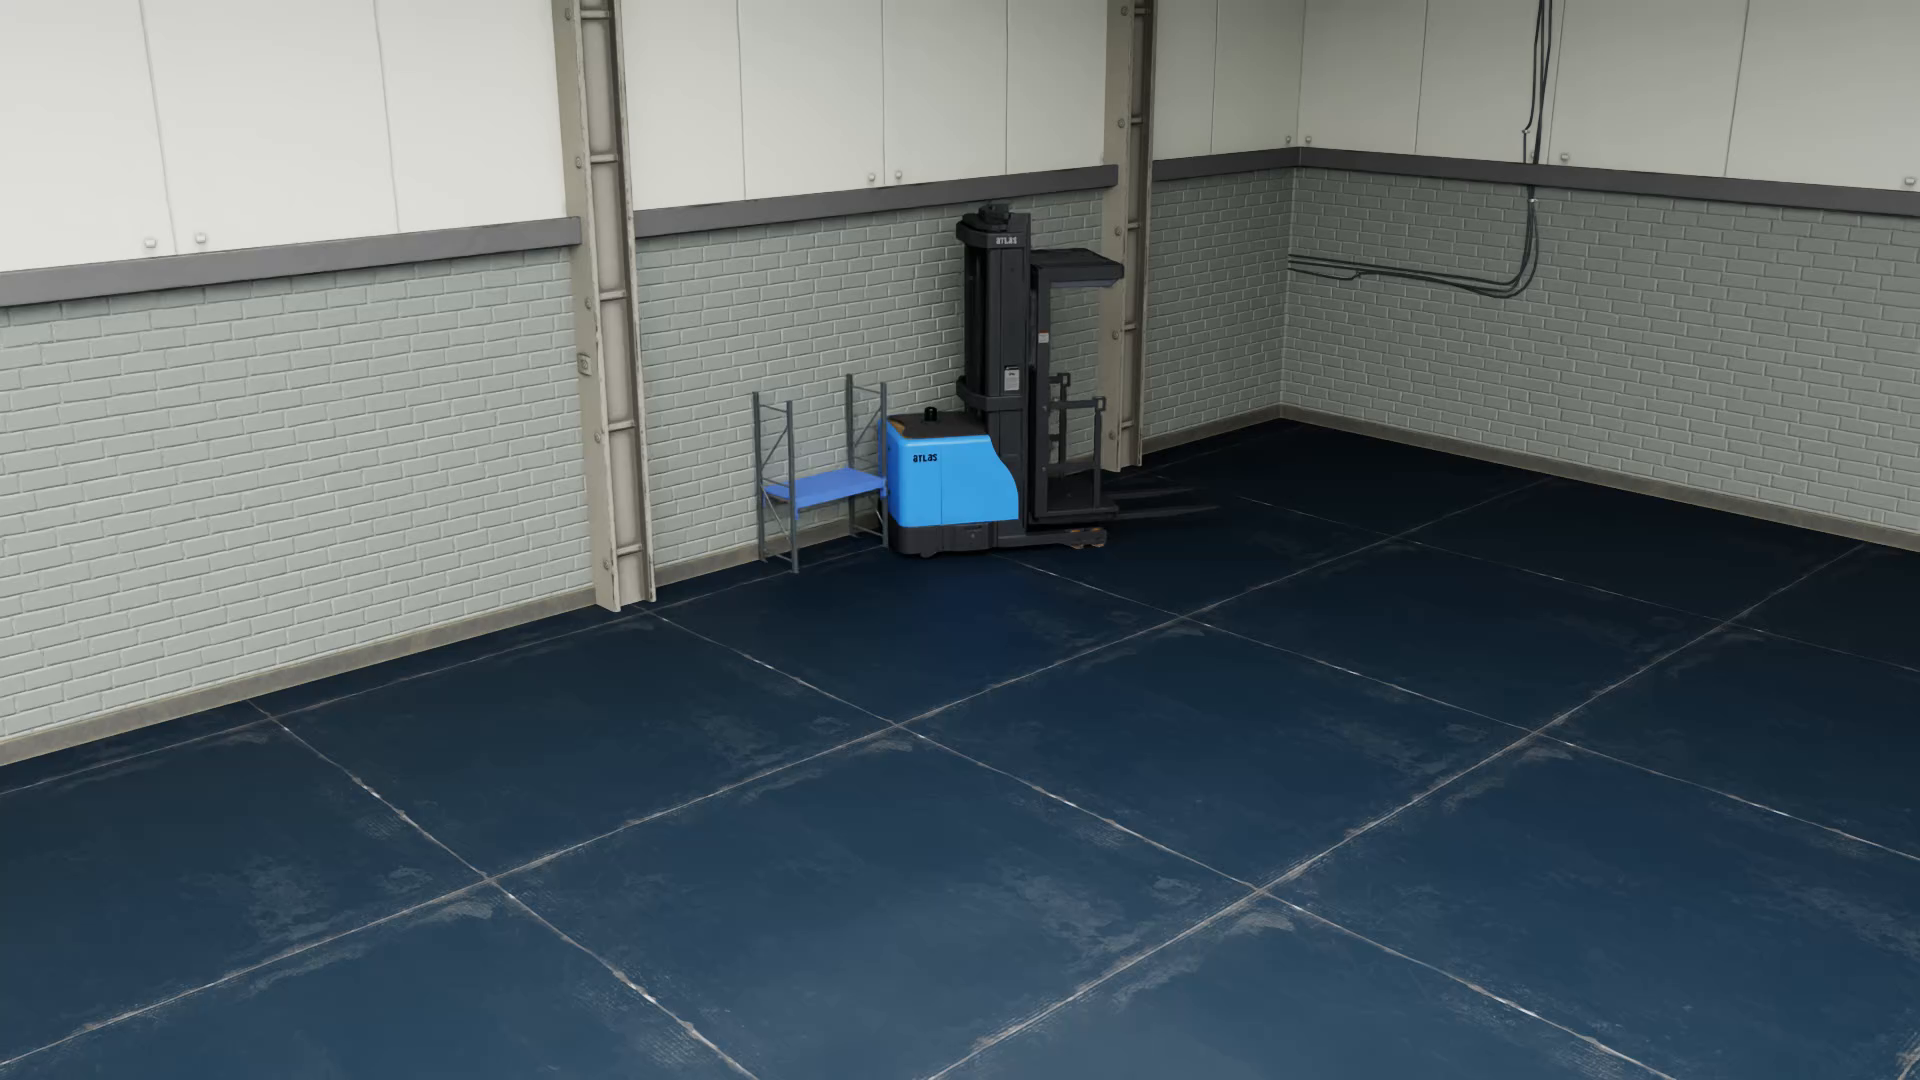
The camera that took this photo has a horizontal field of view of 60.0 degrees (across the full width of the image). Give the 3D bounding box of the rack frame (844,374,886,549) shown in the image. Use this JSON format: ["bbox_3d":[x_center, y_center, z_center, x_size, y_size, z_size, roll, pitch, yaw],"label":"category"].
[{"bbox_3d":[-0.838,-0.691,14.682,0.032,1.500,0.500,-16,24,-41],"label":"rack frame"}]

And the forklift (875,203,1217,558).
[{"bbox_3d":[0.799,-1.466,14.755,3.031,2.935,1.130,-5,19,-14],"label":"forklift"}]

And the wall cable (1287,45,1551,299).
[{"bbox_3d":[4.705,-3.904,17.471,0.112,2.526,3.097,-16,24,-41],"label":"wall cable"}]

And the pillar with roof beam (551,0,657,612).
[{"bbox_3d":[0.254,-2.817,9.084,0.400,9.000,9.100,-16,24,-41],"label":"pillar with roof beam"}]

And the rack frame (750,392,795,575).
[{"bbox_3d":[-1.577,-0.475,14.017,0.032,1.500,0.500,-16,24,-41],"label":"rack frame"}]

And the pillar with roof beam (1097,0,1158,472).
[{"bbox_3d":[4.614,-4.089,13.005,0.400,9.000,9.100,-16,24,-41],"label":"pillar with roof beam"}]

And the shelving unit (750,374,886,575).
[{"bbox_3d":[-1.208,-0.583,14.349,1.048,1.500,0.538,-16,24,-41],"label":"shelving unit"}]

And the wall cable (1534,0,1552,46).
[{"bbox_3d":[6.564,-5.700,14.822,0.112,2.526,3.097,-16,24,-41],"label":"wall cable"}]

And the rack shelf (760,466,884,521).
[{"bbox_3d":[-1.208,-0.412,14.405,1.000,0.185,0.538,-16,24,-41],"label":"rack shelf"}]
